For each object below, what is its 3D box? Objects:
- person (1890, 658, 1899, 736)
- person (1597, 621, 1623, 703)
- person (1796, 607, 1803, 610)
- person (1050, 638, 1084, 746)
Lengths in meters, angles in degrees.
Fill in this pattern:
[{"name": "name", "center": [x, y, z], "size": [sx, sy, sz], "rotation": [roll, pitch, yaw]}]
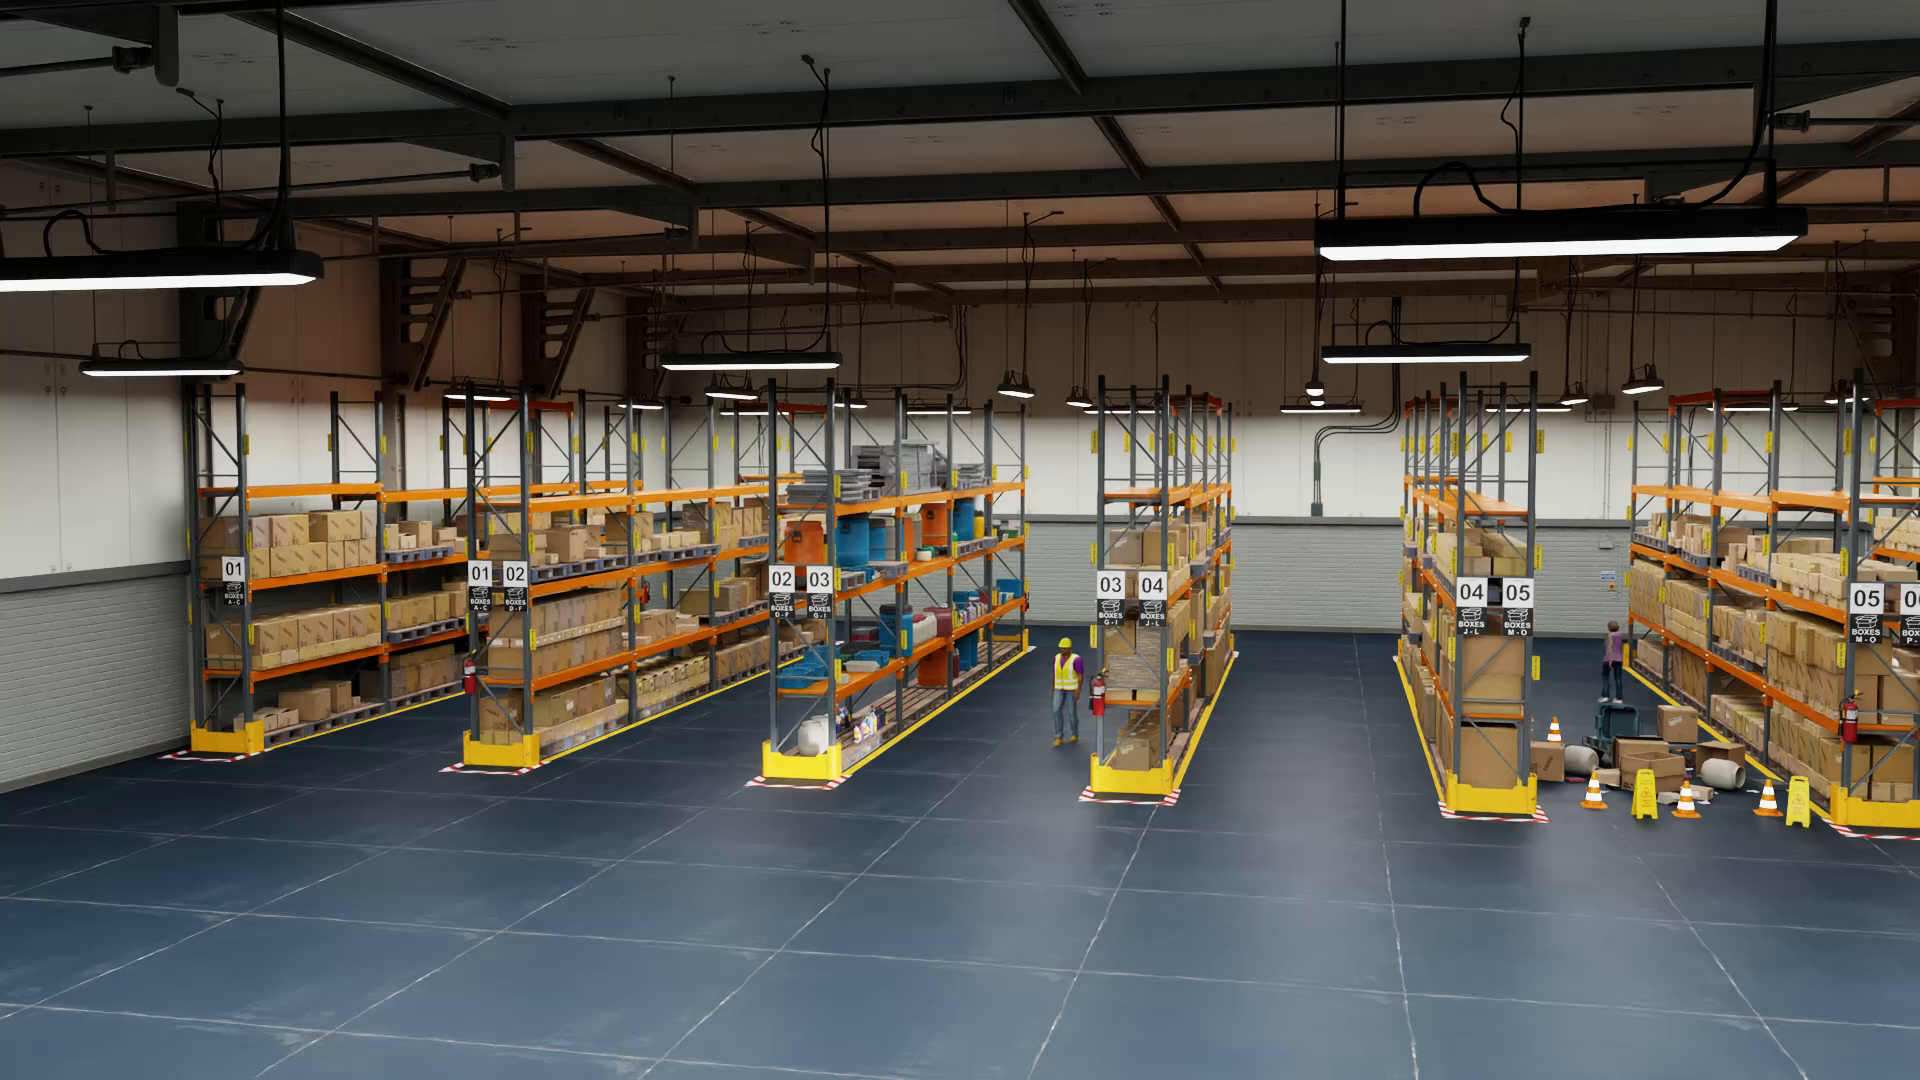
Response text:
[{"name": "person", "center": [15.523, 2.571, 28.014], "size": [0.640, 1.671, 0.764], "rotation": [1, 3, 13]}, {"name": "person", "center": [12.691, 2.379, 32.238], "size": [0.408, 1.615, 0.636], "rotation": [0, 3, -6]}, {"name": "person", "center": [20.386, 1.858, 40.416], "size": [0.970, 1.640, 0.470], "rotation": [1, 3, 12]}, {"name": "person", "center": [1.771, 2.538, 27.874], "size": [0.643, 1.805, 0.603], "rotation": [2, 4, 31]}]
